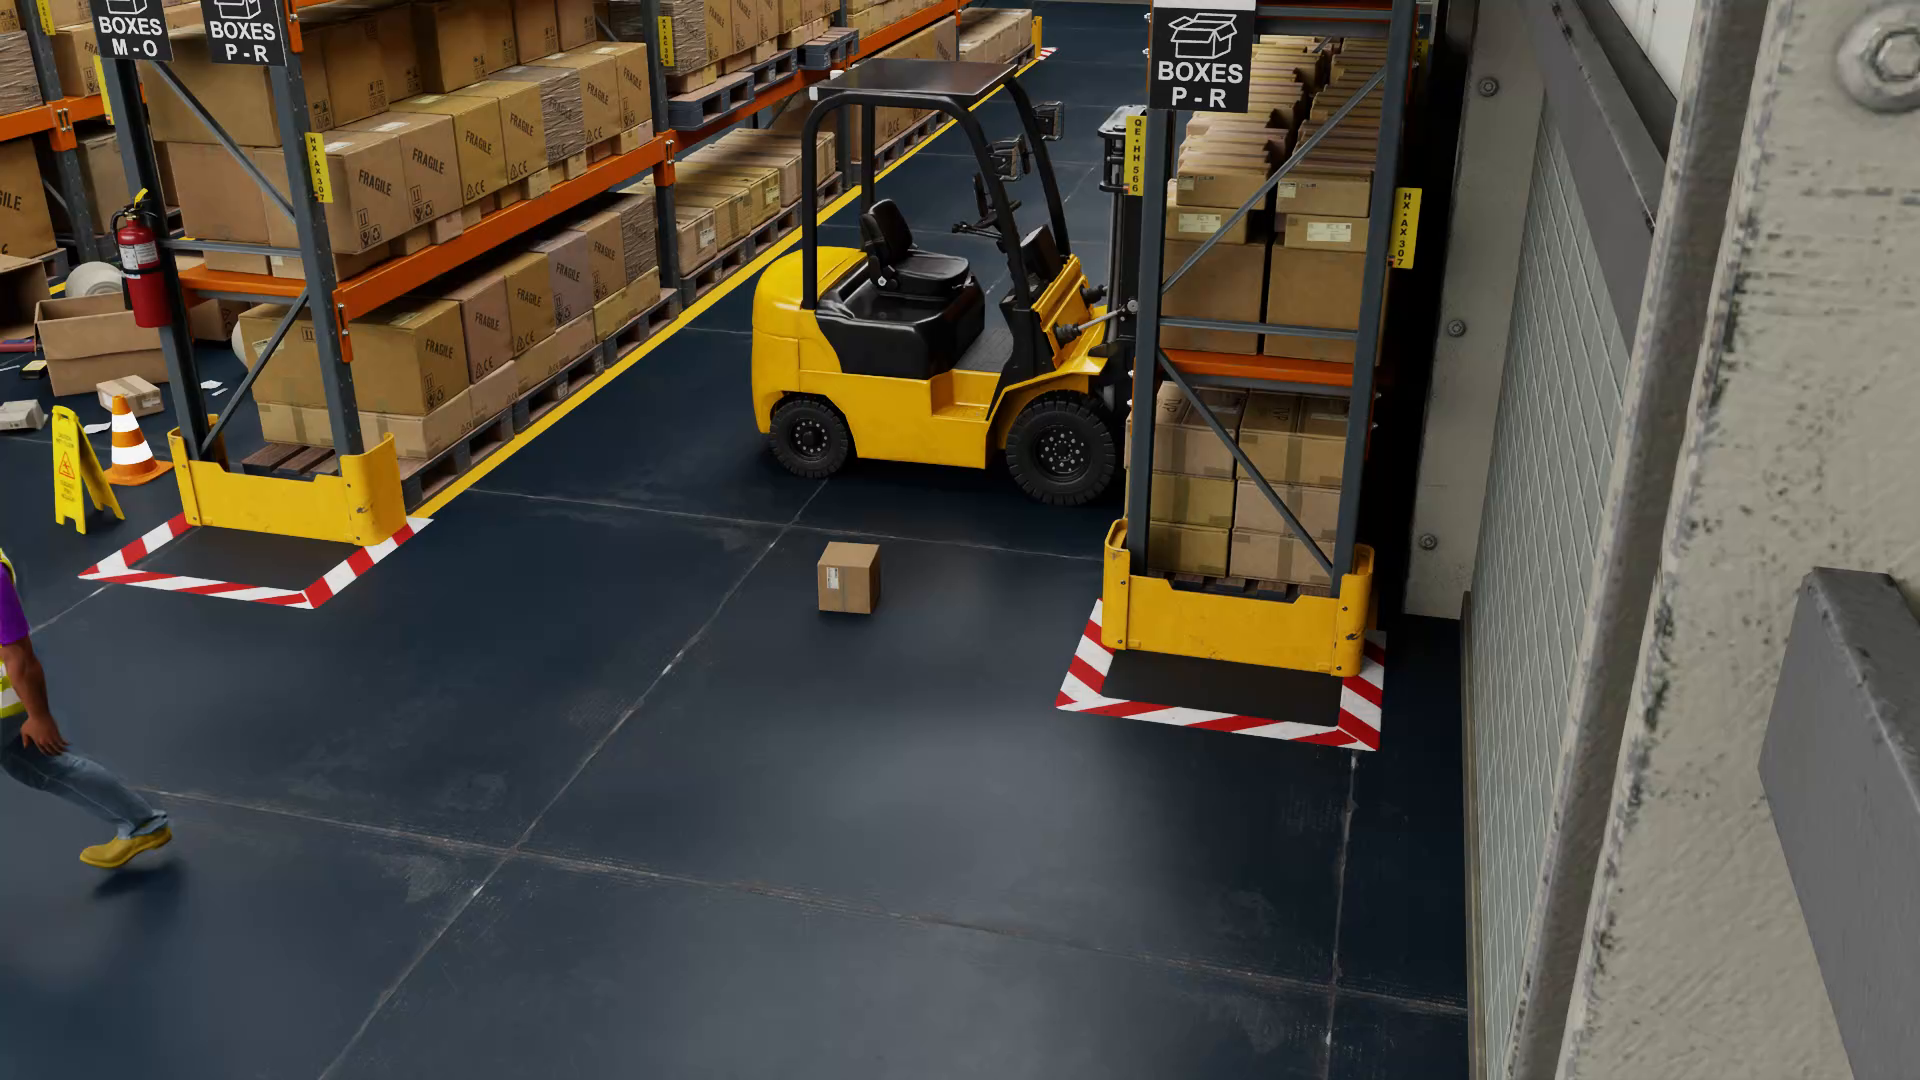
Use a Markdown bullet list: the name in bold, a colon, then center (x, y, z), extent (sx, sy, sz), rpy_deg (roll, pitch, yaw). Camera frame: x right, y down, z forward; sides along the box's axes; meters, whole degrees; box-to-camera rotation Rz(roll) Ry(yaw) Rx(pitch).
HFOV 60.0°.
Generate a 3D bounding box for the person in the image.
- **person**: center (-3.285, 0.519, 5.474), extent (1.026, 1.721, 0.436), rpy_deg (-16, 30, -31)
